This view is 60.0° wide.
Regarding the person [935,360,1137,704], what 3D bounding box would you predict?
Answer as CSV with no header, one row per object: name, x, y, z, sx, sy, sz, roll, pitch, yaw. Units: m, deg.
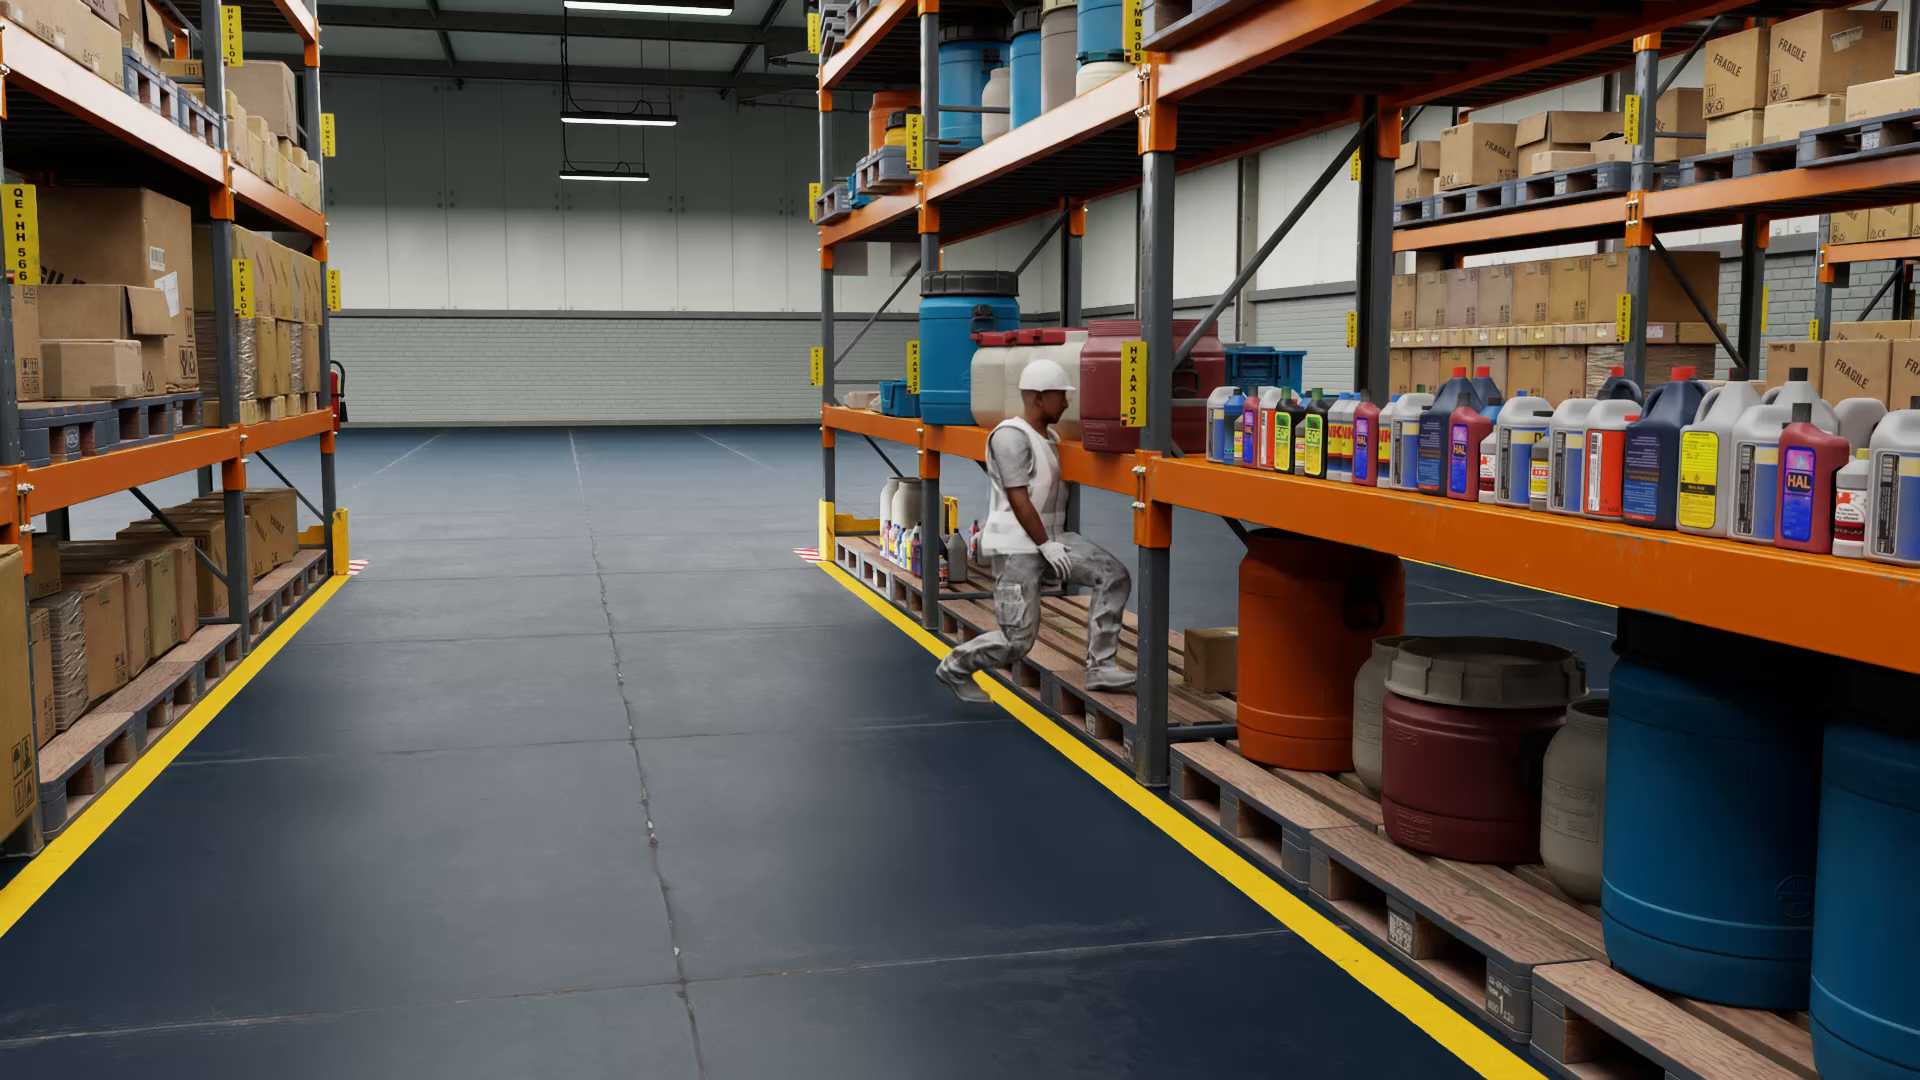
person,0.388,-0.020,7.554,1.068,1.591,0.519,4,7,35
